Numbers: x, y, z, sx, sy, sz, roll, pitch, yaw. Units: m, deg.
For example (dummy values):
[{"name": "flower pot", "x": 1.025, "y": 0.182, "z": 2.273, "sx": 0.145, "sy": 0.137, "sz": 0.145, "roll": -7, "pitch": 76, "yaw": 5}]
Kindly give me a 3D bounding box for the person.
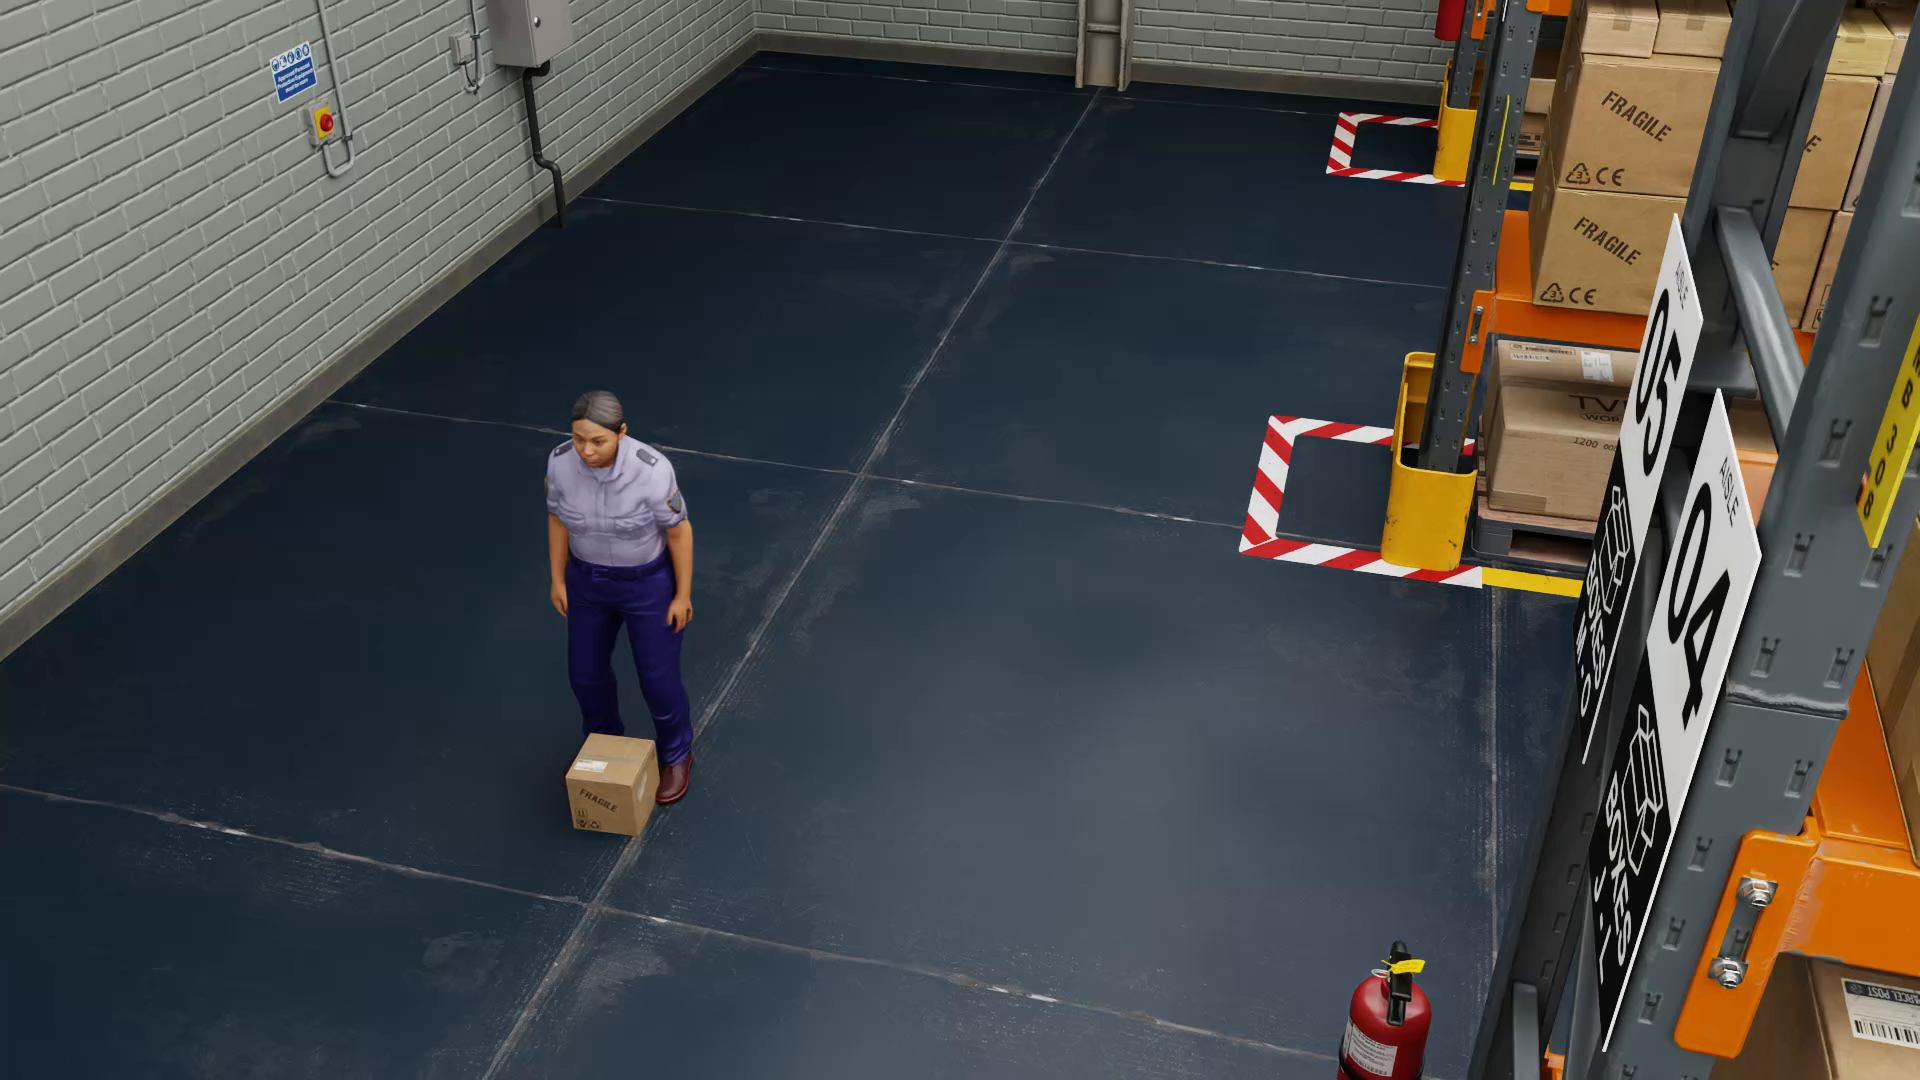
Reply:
[{"name": "person", "x": -1.204, "y": 0.182, "z": 5.878, "sx": 0.553, "sy": 1.638, "sz": 0.374, "roll": 6, "pitch": 34, "yaw": 10}]
